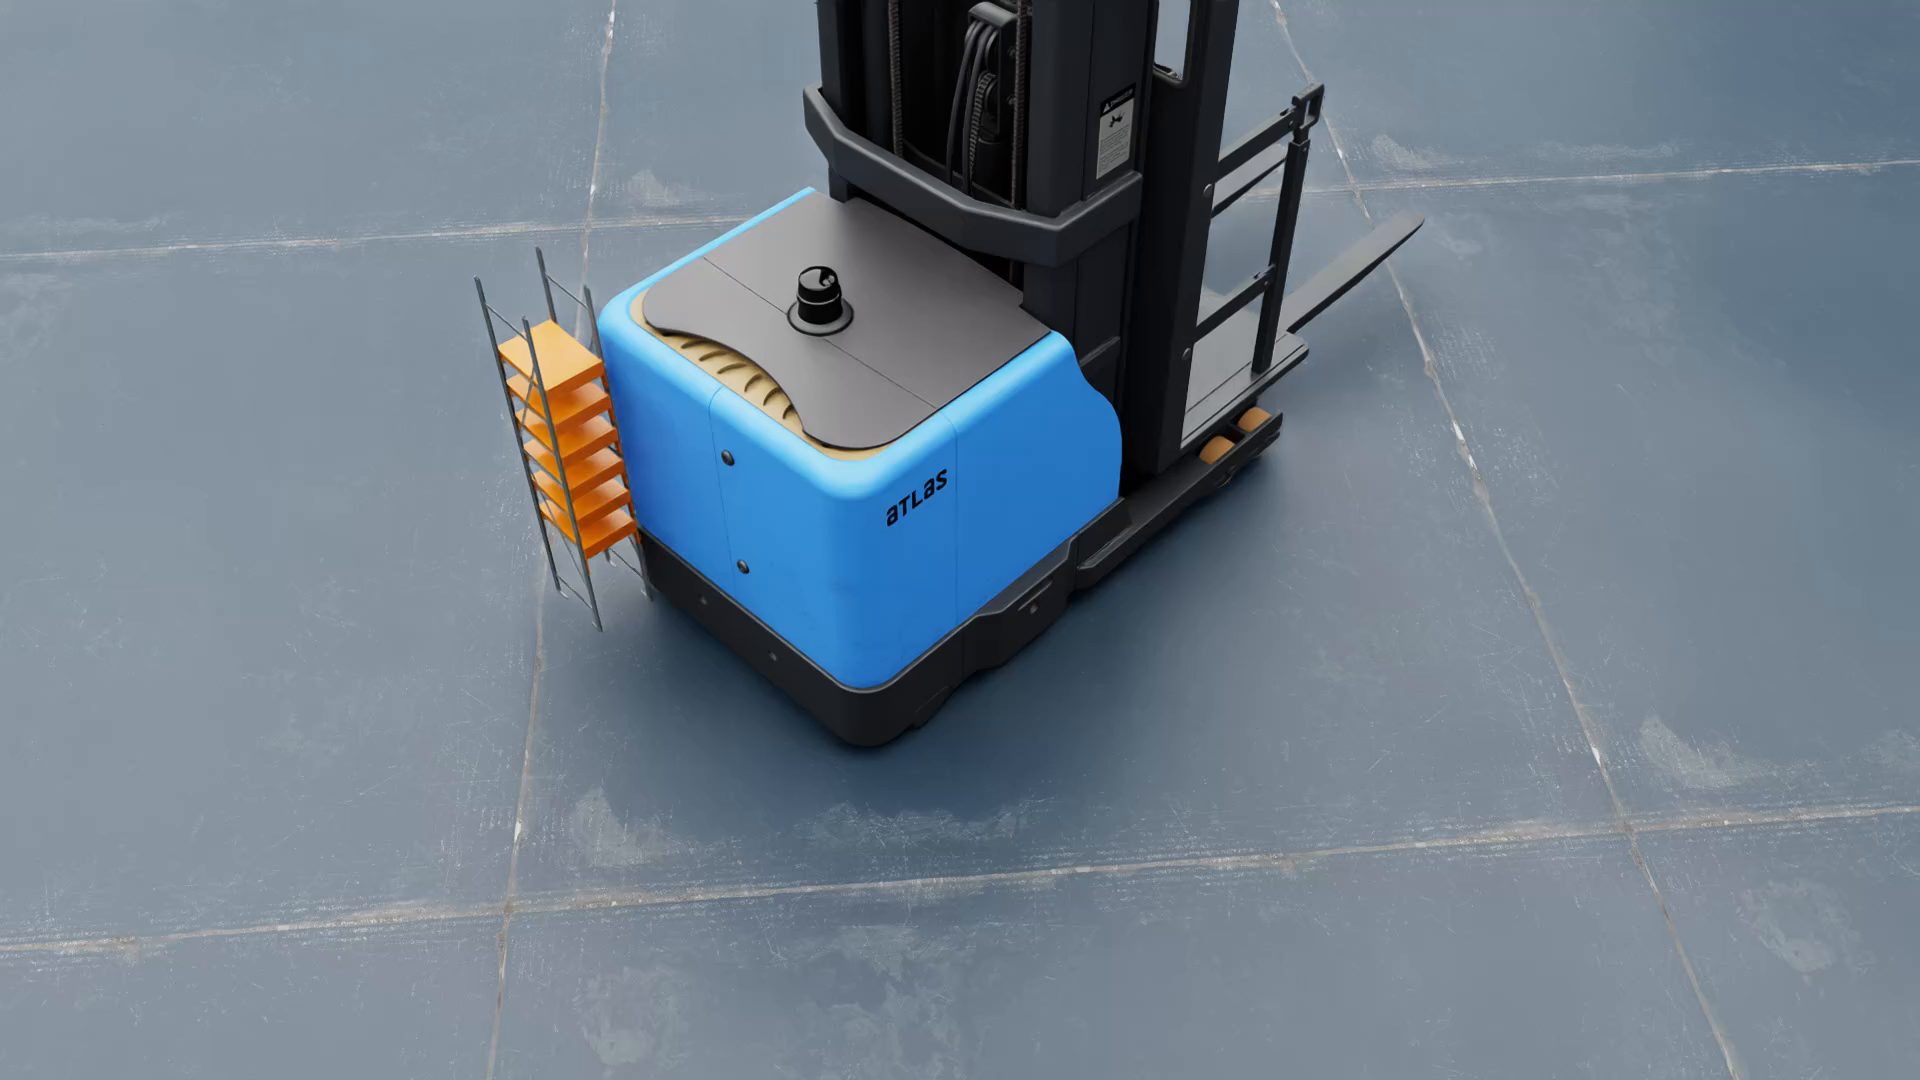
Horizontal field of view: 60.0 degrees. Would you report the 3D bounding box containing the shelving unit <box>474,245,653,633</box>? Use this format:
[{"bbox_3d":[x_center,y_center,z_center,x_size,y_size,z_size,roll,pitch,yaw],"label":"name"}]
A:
[{"bbox_3d":[-1.088,-0.243,4.654,0.189,1.200,0.258,-34,55,-28],"label":"shelving unit"}]

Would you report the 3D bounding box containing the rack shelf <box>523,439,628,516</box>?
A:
[{"bbox_3d":[-1.088,-0.213,4.686,0.180,0.103,0.258,-34,55,-28],"label":"rack shelf"}]

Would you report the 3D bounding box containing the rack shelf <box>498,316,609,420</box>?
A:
[{"bbox_3d":[-1.088,-0.460,4.425,0.180,0.103,0.258,-34,55,-28],"label":"rack shelf"}]

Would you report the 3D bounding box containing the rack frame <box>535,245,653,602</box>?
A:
[{"bbox_3d":[-1.021,-0.289,4.697,0.006,1.200,0.240,-34,55,-28],"label":"rack frame"}]

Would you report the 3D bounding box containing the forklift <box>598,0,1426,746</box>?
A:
[{"bbox_3d":[0.413,-1.412,4.568,1.130,2.935,3.031,35,56,28],"label":"forklift"}]

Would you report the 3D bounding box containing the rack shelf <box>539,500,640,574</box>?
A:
[{"bbox_3d":[-1.088,-0.047,4.860,0.180,0.103,0.258,-34,55,-28],"label":"rack shelf"}]

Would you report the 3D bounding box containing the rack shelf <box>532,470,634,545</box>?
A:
[{"bbox_3d":[-1.088,-0.130,4.773,0.180,0.103,0.258,-34,55,-28],"label":"rack shelf"}]

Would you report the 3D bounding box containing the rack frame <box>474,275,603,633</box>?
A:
[{"bbox_3d":[-1.155,-0.198,4.611,0.006,1.200,0.240,-34,55,-28],"label":"rack frame"}]

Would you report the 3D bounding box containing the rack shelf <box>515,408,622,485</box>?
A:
[{"bbox_3d":[-1.088,-0.295,4.599,0.180,0.103,0.258,-34,55,-28],"label":"rack shelf"}]

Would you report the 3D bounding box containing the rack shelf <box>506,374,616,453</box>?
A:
[{"bbox_3d":[-1.088,-0.378,4.512,0.180,0.103,0.258,-34,55,-28],"label":"rack shelf"}]
